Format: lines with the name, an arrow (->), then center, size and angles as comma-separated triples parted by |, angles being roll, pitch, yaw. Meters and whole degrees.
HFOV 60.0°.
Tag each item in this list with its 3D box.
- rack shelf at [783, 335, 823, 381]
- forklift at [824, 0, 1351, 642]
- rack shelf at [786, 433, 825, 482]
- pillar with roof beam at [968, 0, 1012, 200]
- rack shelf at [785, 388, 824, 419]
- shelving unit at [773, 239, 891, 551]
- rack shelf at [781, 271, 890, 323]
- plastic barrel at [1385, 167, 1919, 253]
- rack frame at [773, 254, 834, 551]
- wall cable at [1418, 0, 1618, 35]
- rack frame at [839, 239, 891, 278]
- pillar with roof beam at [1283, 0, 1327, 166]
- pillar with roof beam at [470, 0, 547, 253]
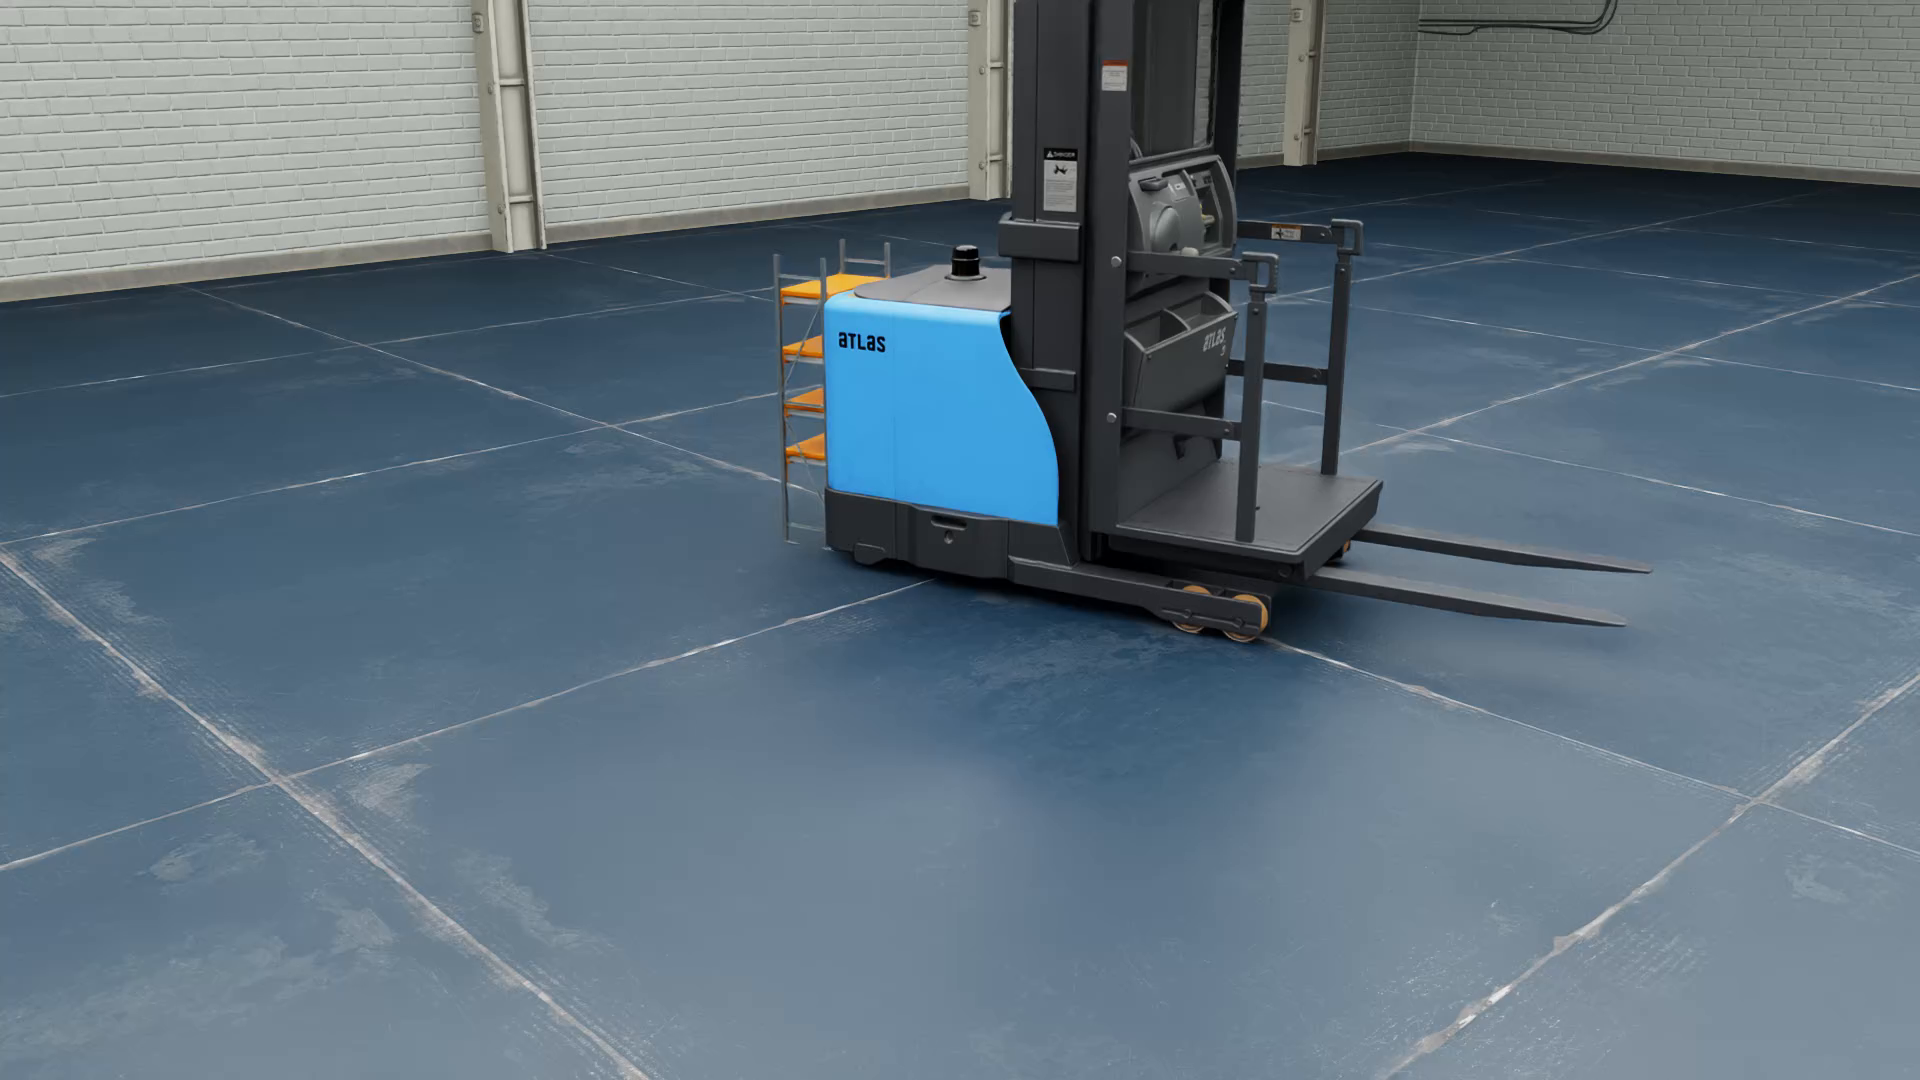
rack shelf -> -0.514, -0.759, 6.873 | 0.258, 0.148, 0.480 | 9, 20, 27
forklift -> 0.521, -1.271, 6.257 | 1.939, 2.867, 1.129 | 10, 20, 27
rack shelf -> -0.514, -0.357, 7.003 | 0.258, 0.148, 0.480 | 9, 20, 27
pillar with roof beam -> 3.294, -7.246, 14.742 | 0.400, 9.000, 9.100 | -16, 24, -41
rack shelf -> -0.514, -0.583, 6.929 | 0.221, 0.050, 0.457 | 9, 20, 27
shelving unit -> -0.514, -0.610, 6.921 | 0.258, 1.200, 0.503 | 9, 20, 27
rack shelf -> -0.514, -0.984, 6.800 | 0.258, 0.148, 0.480 | 9, 20, 27
plastic barrel -> 1.336, -0.769, 3.357 | 38.471, 3.701, 17.930 | -16, 24, -41
rack frame -> -0.630, -0.544, 6.717 | 0.240, 1.200, 0.015 | 9, 20, 27
wall cable -> 7.745, -8.333, 23.129 | 0.112, 2.526, 3.097 | -16, 24, -41
rack frame -> -0.398, -0.676, 7.125 | 0.240, 1.200, 0.015 | 9, 20, 27
pillar with roof beam -> 7.653, -8.517, 18.663 | 0.400, 9.000, 9.100 | -16, 24, -41
pillar with roof beam -> -1.066, -5.974, 10.821 | 0.400, 9.000, 9.100 | -16, 24, -41
